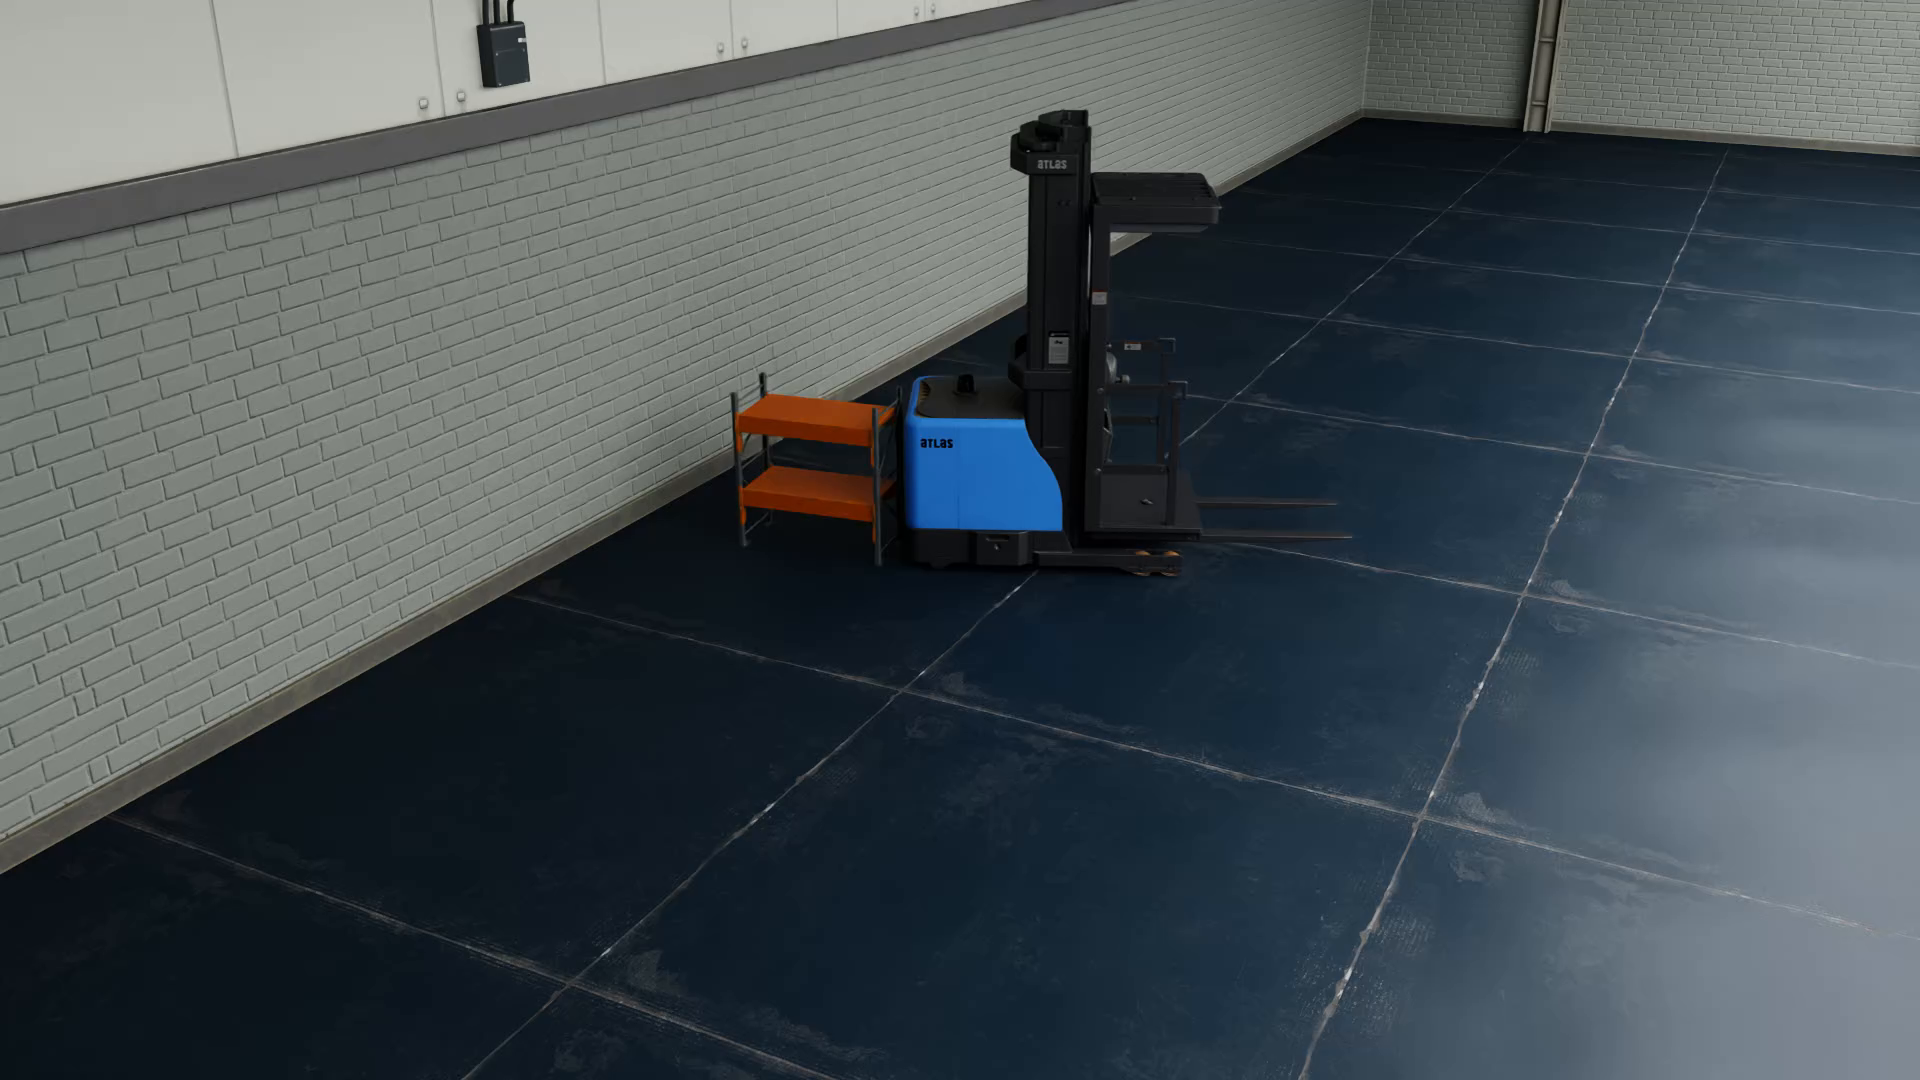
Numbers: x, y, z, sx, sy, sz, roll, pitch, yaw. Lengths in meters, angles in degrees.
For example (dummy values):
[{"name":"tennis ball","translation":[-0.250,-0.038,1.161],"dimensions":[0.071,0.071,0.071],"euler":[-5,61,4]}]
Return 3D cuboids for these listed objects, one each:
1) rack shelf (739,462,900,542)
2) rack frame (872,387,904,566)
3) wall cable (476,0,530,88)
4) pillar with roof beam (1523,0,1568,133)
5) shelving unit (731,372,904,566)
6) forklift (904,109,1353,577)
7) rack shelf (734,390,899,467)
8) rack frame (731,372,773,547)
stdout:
[{"name":"rack shelf","translation":[-0.969,-0.272,11.577],"dimensions":[1.000,0.278,0.538],"euler":[7,24,17]},{"name":"rack frame","translation":[-0.487,-0.434,11.334],"dimensions":[0.032,1.125,0.500],"euler":[7,24,17]},{"name":"wall cable","translation":[-2.275,-5.868,9.705],"dimensions":[0.169,6.003,2.305],"euler":[11,25,25]},{"name":"pillar with roof beam","translation":[7.730,-9.506,22.605],"dimensions":[0.400,9.000,9.100],"euler":[11,25,25]},{"name":"shelving unit","translation":[-0.969,-0.497,11.482],"dimensions":[1.048,1.125,0.538],"euler":[7,24,17]},{"name":"forklift","translation":[1.153,-1.316,11.099],"dimensions":[3.031,2.935,1.130],"euler":[1,23,2]},{"name":"rack shelf","translation":[-0.969,-0.766,11.367],"dimensions":[1.000,0.278,0.538],"euler":[7,24,17]},{"name":"rack frame","translation":[-1.451,-0.560,11.630],"dimensions":[0.032,1.125,0.500],"euler":[7,24,17]}]
